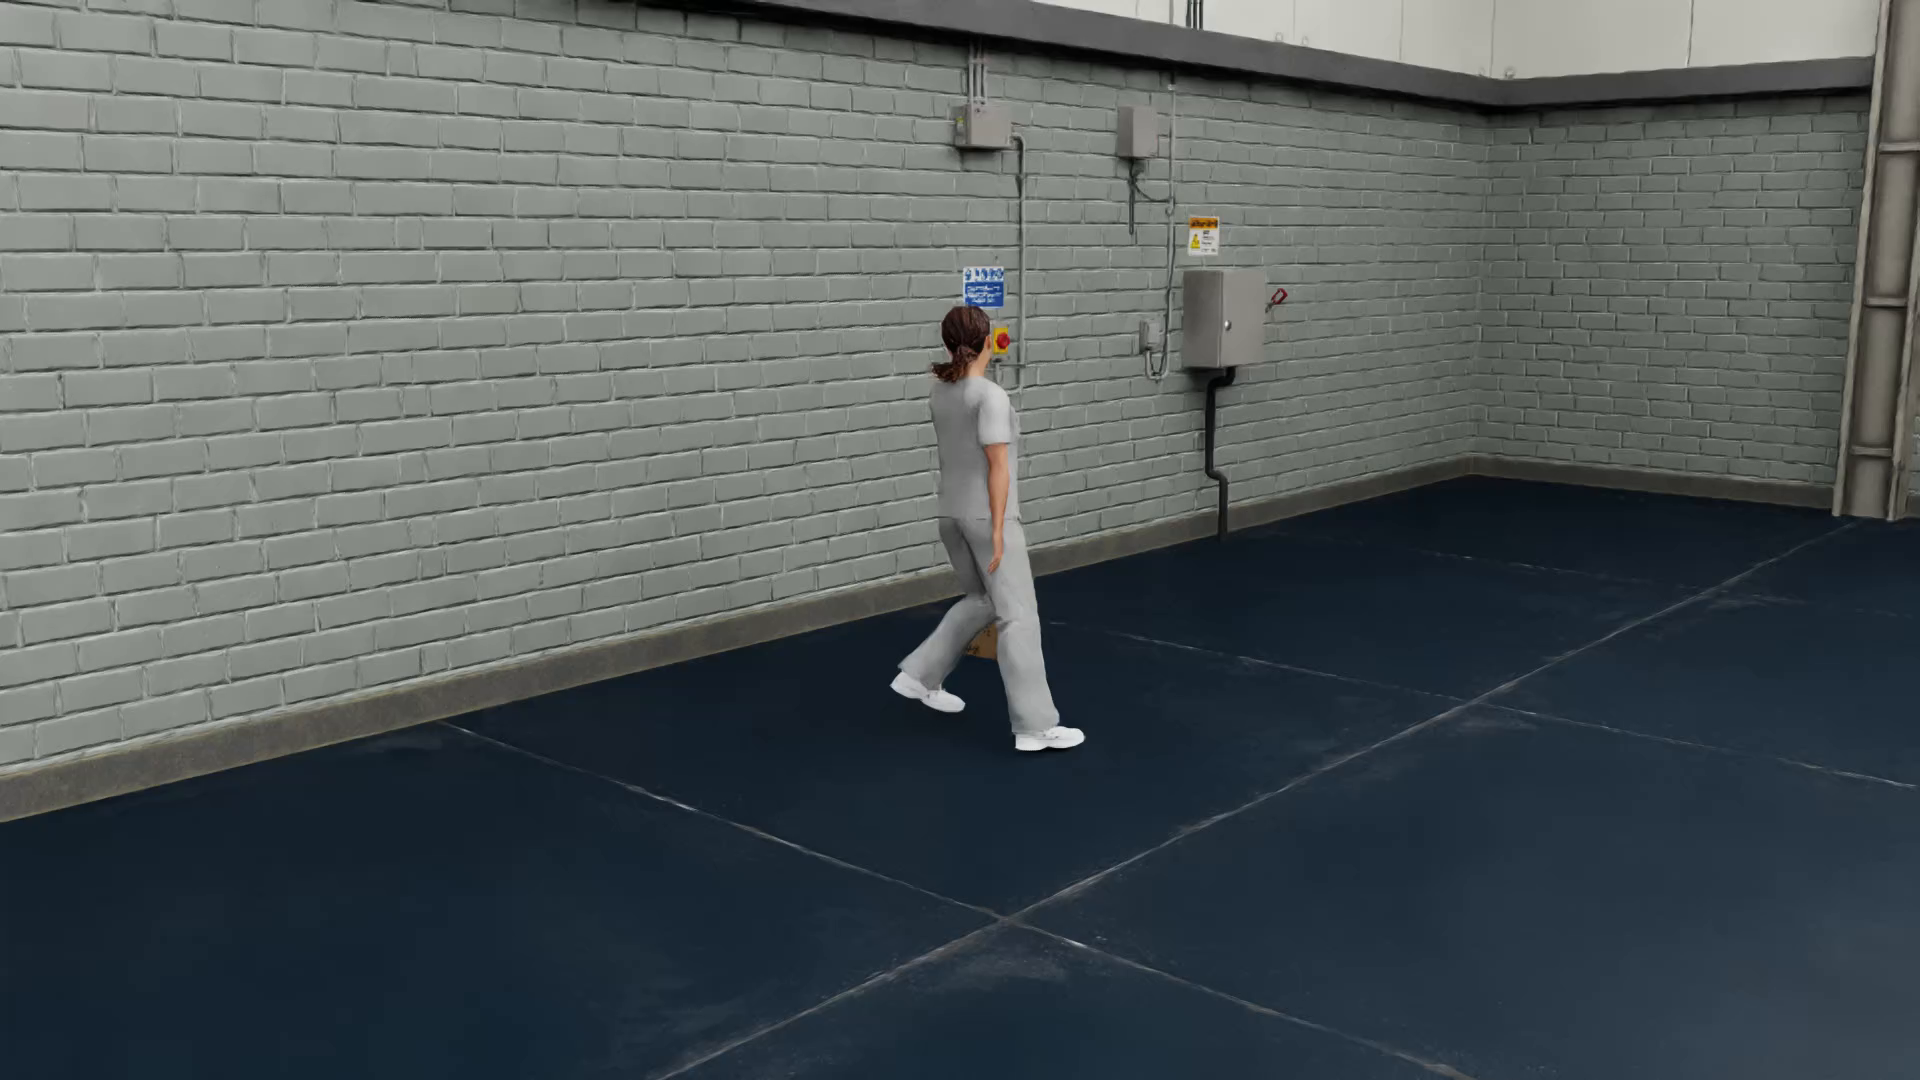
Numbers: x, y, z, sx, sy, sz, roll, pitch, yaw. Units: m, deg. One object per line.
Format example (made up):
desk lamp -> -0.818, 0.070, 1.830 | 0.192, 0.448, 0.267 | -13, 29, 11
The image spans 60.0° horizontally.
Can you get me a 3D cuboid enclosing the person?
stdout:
person -> 0.123, -0.048, 6.251 | 0.540, 1.649, 0.631 | -9, 14, -42
